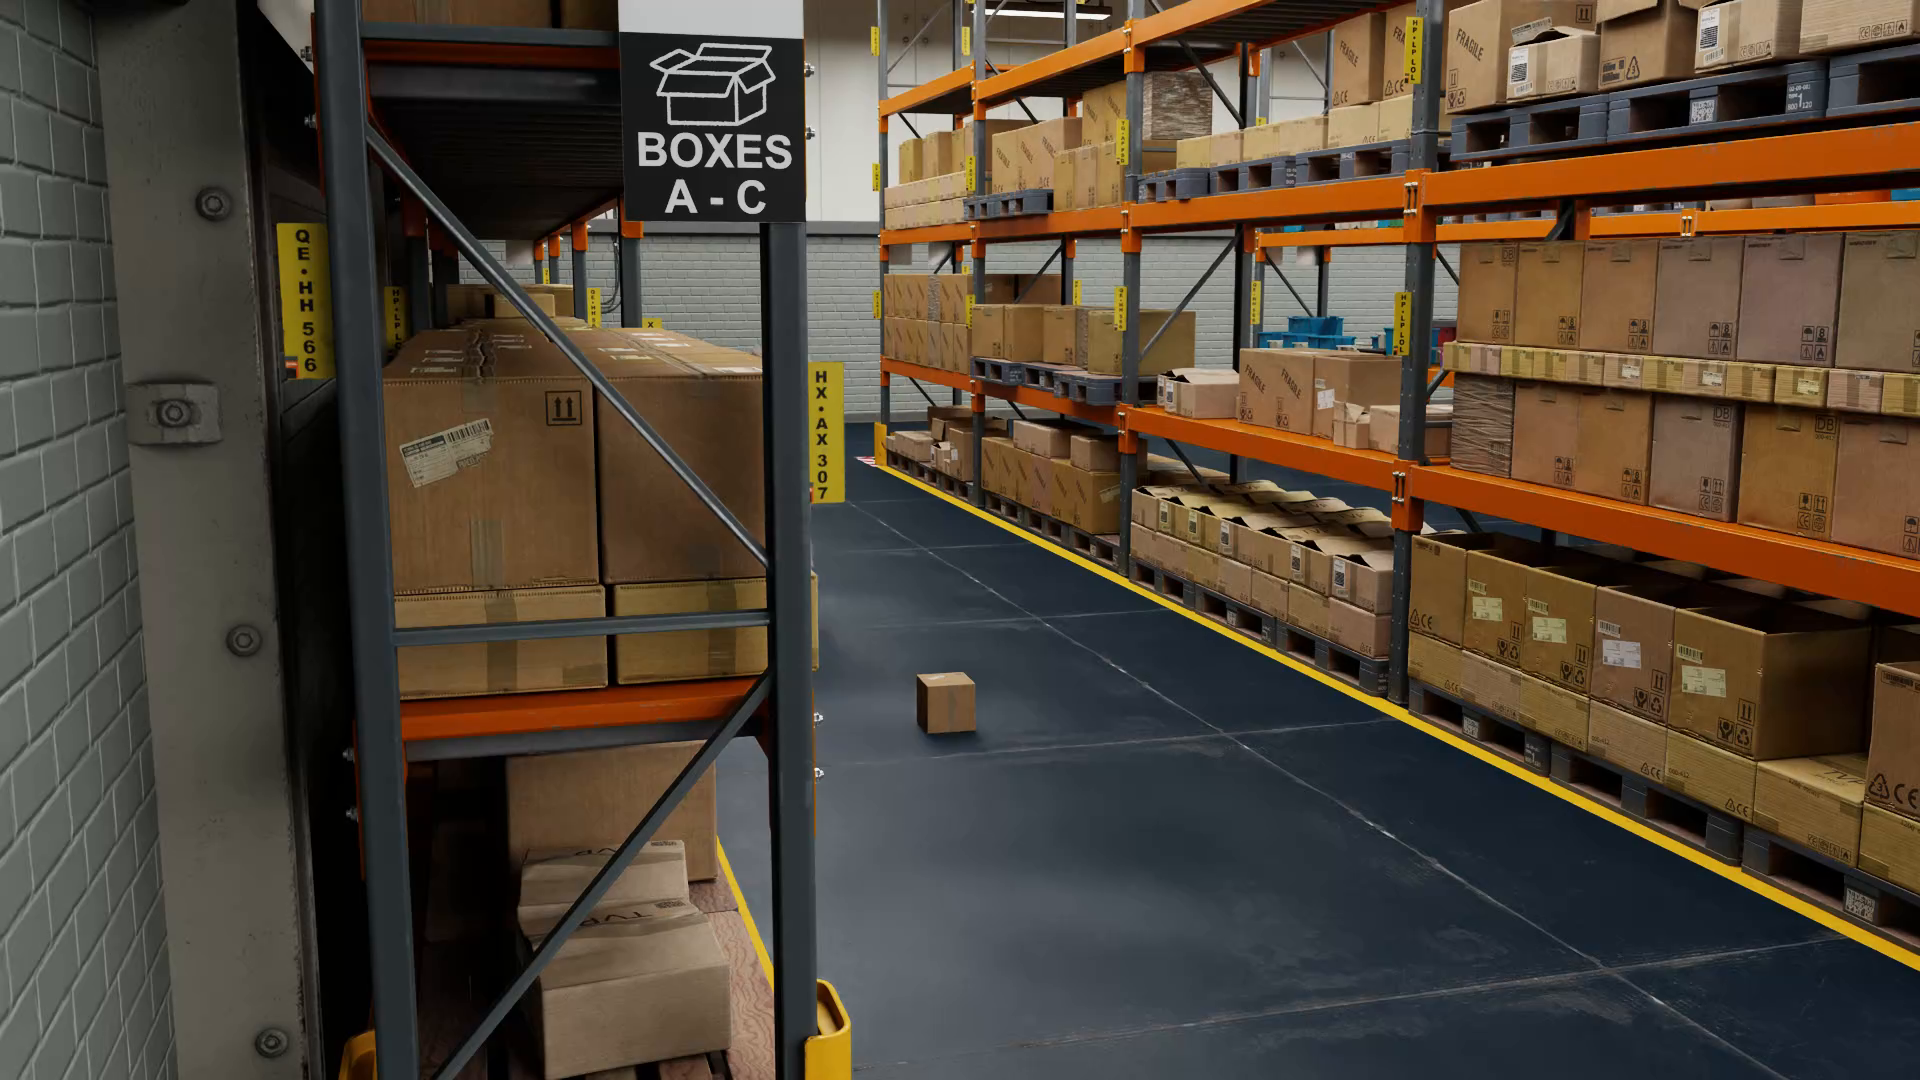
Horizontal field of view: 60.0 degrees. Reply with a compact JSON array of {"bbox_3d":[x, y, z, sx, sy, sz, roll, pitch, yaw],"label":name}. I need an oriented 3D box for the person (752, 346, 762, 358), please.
[{"bbox_3d":[-1.420,-0.503,11.932,0.596,1.765,0.666,-4,10,-22],"label":"person"}]
